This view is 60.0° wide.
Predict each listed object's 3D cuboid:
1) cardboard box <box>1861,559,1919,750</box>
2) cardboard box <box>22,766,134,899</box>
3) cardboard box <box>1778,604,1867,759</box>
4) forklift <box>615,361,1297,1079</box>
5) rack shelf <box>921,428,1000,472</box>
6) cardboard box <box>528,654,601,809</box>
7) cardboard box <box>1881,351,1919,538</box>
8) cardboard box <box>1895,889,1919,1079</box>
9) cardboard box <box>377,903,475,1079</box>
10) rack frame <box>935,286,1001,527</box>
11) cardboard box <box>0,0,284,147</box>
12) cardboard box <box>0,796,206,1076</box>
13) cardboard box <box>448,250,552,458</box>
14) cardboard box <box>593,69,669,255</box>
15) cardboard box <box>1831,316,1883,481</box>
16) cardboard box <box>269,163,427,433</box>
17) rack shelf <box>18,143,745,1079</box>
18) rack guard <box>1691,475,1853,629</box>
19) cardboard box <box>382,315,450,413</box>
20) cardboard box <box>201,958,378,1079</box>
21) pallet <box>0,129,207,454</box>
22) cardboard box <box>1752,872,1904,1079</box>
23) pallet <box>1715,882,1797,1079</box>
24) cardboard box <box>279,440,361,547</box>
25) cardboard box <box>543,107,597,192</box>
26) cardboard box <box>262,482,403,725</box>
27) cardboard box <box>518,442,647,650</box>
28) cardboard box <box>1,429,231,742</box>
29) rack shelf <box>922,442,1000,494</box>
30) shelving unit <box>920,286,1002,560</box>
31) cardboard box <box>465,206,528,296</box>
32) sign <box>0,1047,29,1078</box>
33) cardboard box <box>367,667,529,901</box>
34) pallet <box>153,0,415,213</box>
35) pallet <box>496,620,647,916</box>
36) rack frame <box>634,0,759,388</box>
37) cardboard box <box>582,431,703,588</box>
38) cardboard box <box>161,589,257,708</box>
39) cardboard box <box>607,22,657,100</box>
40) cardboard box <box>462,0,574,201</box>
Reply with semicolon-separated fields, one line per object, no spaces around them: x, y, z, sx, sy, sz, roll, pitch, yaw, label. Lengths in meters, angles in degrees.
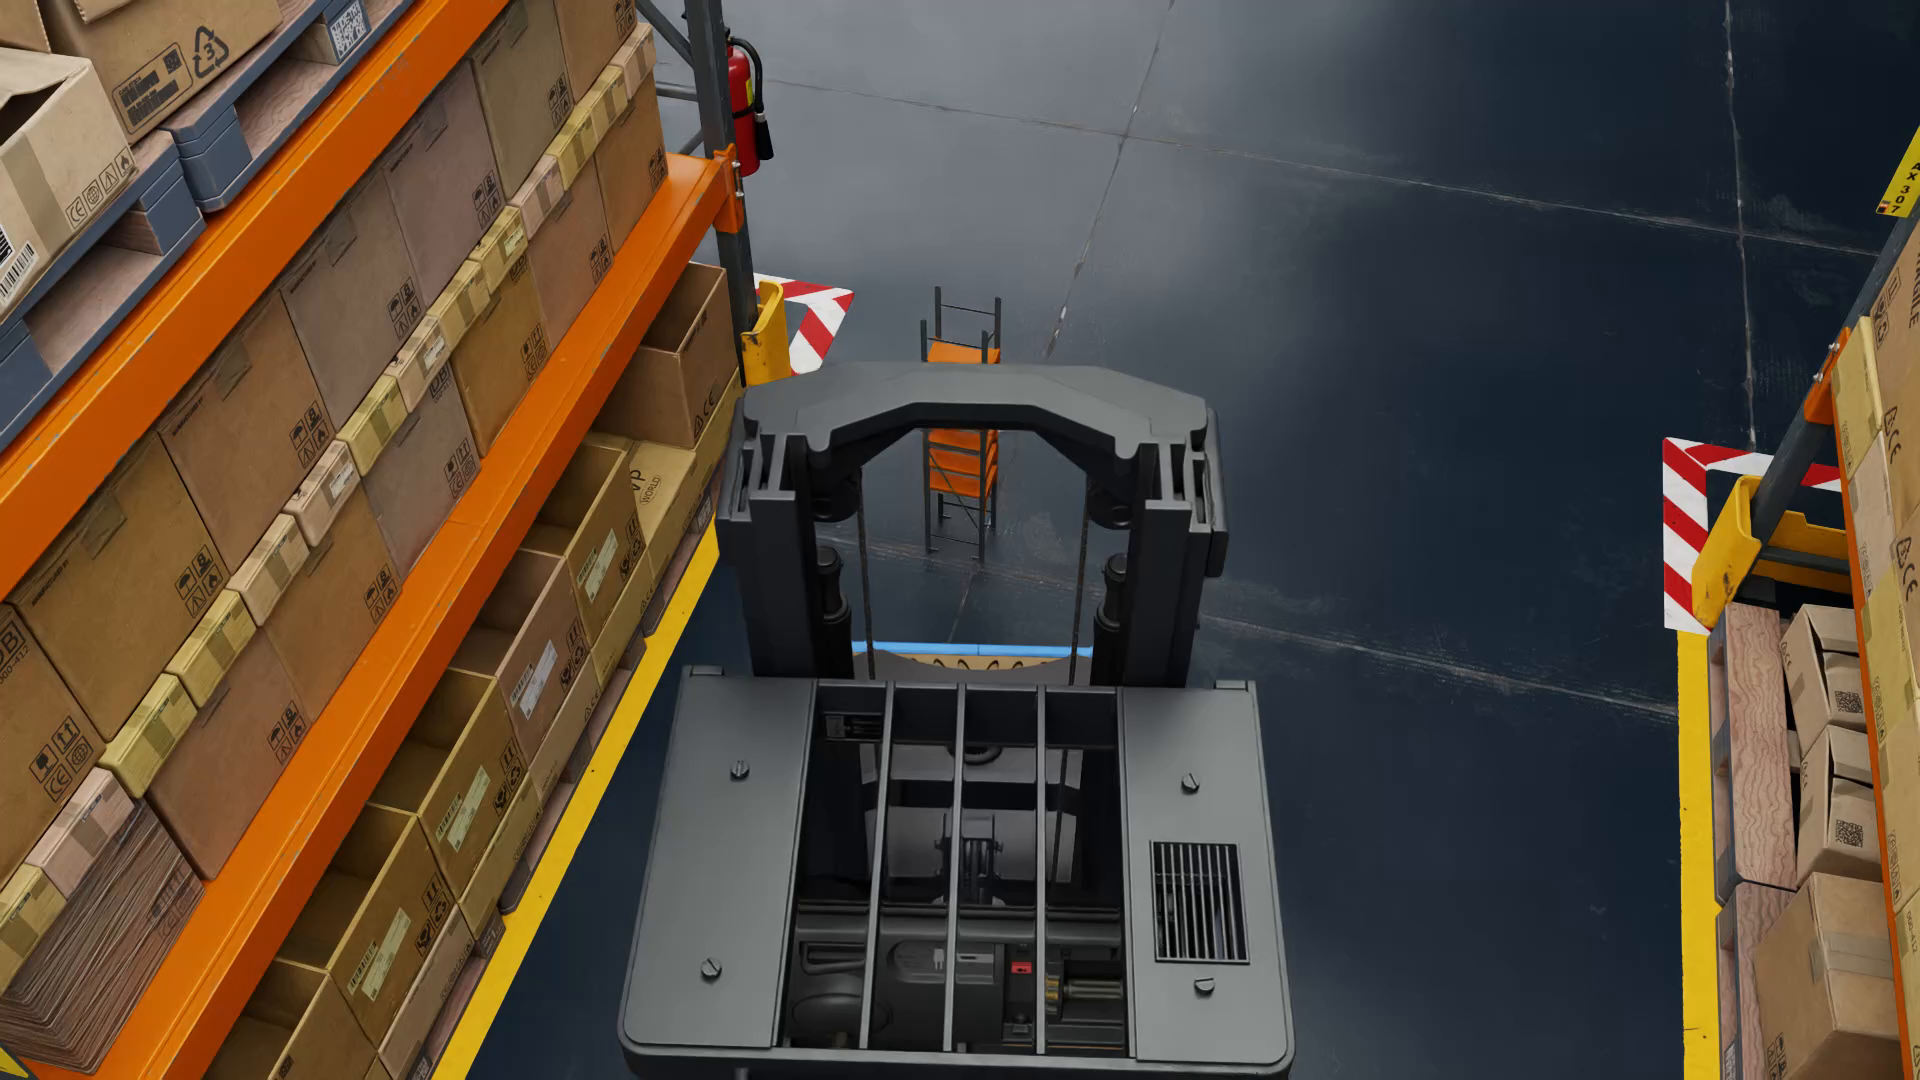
2.746;0.347;4.448;0.500;0.250;0.500;11;49;9;cardboard box
-2.066;0.601;3.638;0.380;0.149;0.250;12;50;11;cardboard box
3.174;0.495;5.731;0.500;0.311;0.500;7;49;6;cardboard box
0.005;1.158;3.692;1.130;2.935;3.031;1;49;1;forklift
0.004;-0.378;6.262;0.258;0.103;0.180;12;50;10;rack shelf
-1.576;0.598;5.694;0.500;0.250;0.500;12;50;10;cardboard box
2.888;-0.295;4.515;0.500;0.500;0.500;12;50;10;cardboard box
2.479;1.077;3.805;0.500;0.250;0.500;11;50;10;cardboard box
-1.839;1.321;5.056;0.500;0.250;0.500;12;50;10;cardboard box
0.028;-0.474;6.287;0.240;1.200;0.006;12;50;10;rack frame
-1.835;-1.192;3.277;0.797;0.503;0.637;17;51;14;cardboard box
-2.279;0.832;3.868;0.700;0.500;0.500;10;49;9;cardboard box
-1.742;-0.666;5.189;0.700;0.500;0.500;12;50;10;cardboard box
-1.472;-1.404;5.841;0.700;0.500;0.500;12;50;10;cardboard box
3.008;-0.398;5.106;0.500;0.250;0.500;10;49;9;cardboard box
-1.883;-0.687;4.342;0.700;0.500;0.500;12;50;10;cardboard box
-1.863;-0.022;5.167;1.077;0.370;4.000;12;50;10;rack shelf
3.423;0.150;6.203;1.175;0.500;0.348;12;50;10;rack guard
-1.660;-0.518;4.626;0.380;0.149;0.250;11;49;10;cardboard box
-1.966;1.436;4.455;0.500;0.500;0.500;12;50;10;cardboard box
-2.190;-0.399;3.078;1.003;0.211;1.213;12;50;10;pallet
2.783;1.366;4.837;0.700;0.500;0.500;9;49;8;cardboard box
2.852;1.706;5.022;1.003;0.211;1.213;12;50;10;pallet
-1.797;-0.150;4.301;0.380;0.149;0.250;10;49;9;cardboard box
-1.388;-1.266;5.286;0.380;0.149;0.250;11;49;9;cardboard box
-2.011;0.087;4.525;0.700;0.500;0.500;12;50;11;cardboard box
-1.440;-0.011;5.731;0.500;0.500;0.500;12;50;10;cardboard box
-2.147;0.036;3.704;0.700;0.500;0.500;11;50;10;cardboard box
0.004;-0.299;6.352;0.258;0.103;0.180;12;50;10;rack shelf
0.004;-0.407;6.228;0.258;1.200;0.189;12;50;10;shelving unit
-1.525;-0.894;4.958;0.380;0.149;0.250;13;50;11;cardboard box
-1.864;0.930;3.128;0.100;0.325;0.005;12;50;10;sign
-1.703;0.713;5.093;0.500;0.500;0.500;12;50;10;cardboard box
-1.867;-1.278;3.855;1.003;0.211;1.213;12;50;10;pallet
-1.821;0.657;5.948;1.003;0.211;1.213;12;50;10;pallet
-1.337;-1.706;6.174;1.000;3.000;0.127;12;50;10;rack frame
-1.313;-0.125;6.333;0.500;0.250;0.500;12;50;10;cardboard box
-1.932;0.224;3.971;0.380;0.149;0.250;11;50;10;cardboard box
-1.254;-1.640;5.616;0.380;0.149;0.250;11;49;9;cardboard box
-1.619;-1.414;4.984;0.700;0.500;0.500;10;49;9;cardboard box
